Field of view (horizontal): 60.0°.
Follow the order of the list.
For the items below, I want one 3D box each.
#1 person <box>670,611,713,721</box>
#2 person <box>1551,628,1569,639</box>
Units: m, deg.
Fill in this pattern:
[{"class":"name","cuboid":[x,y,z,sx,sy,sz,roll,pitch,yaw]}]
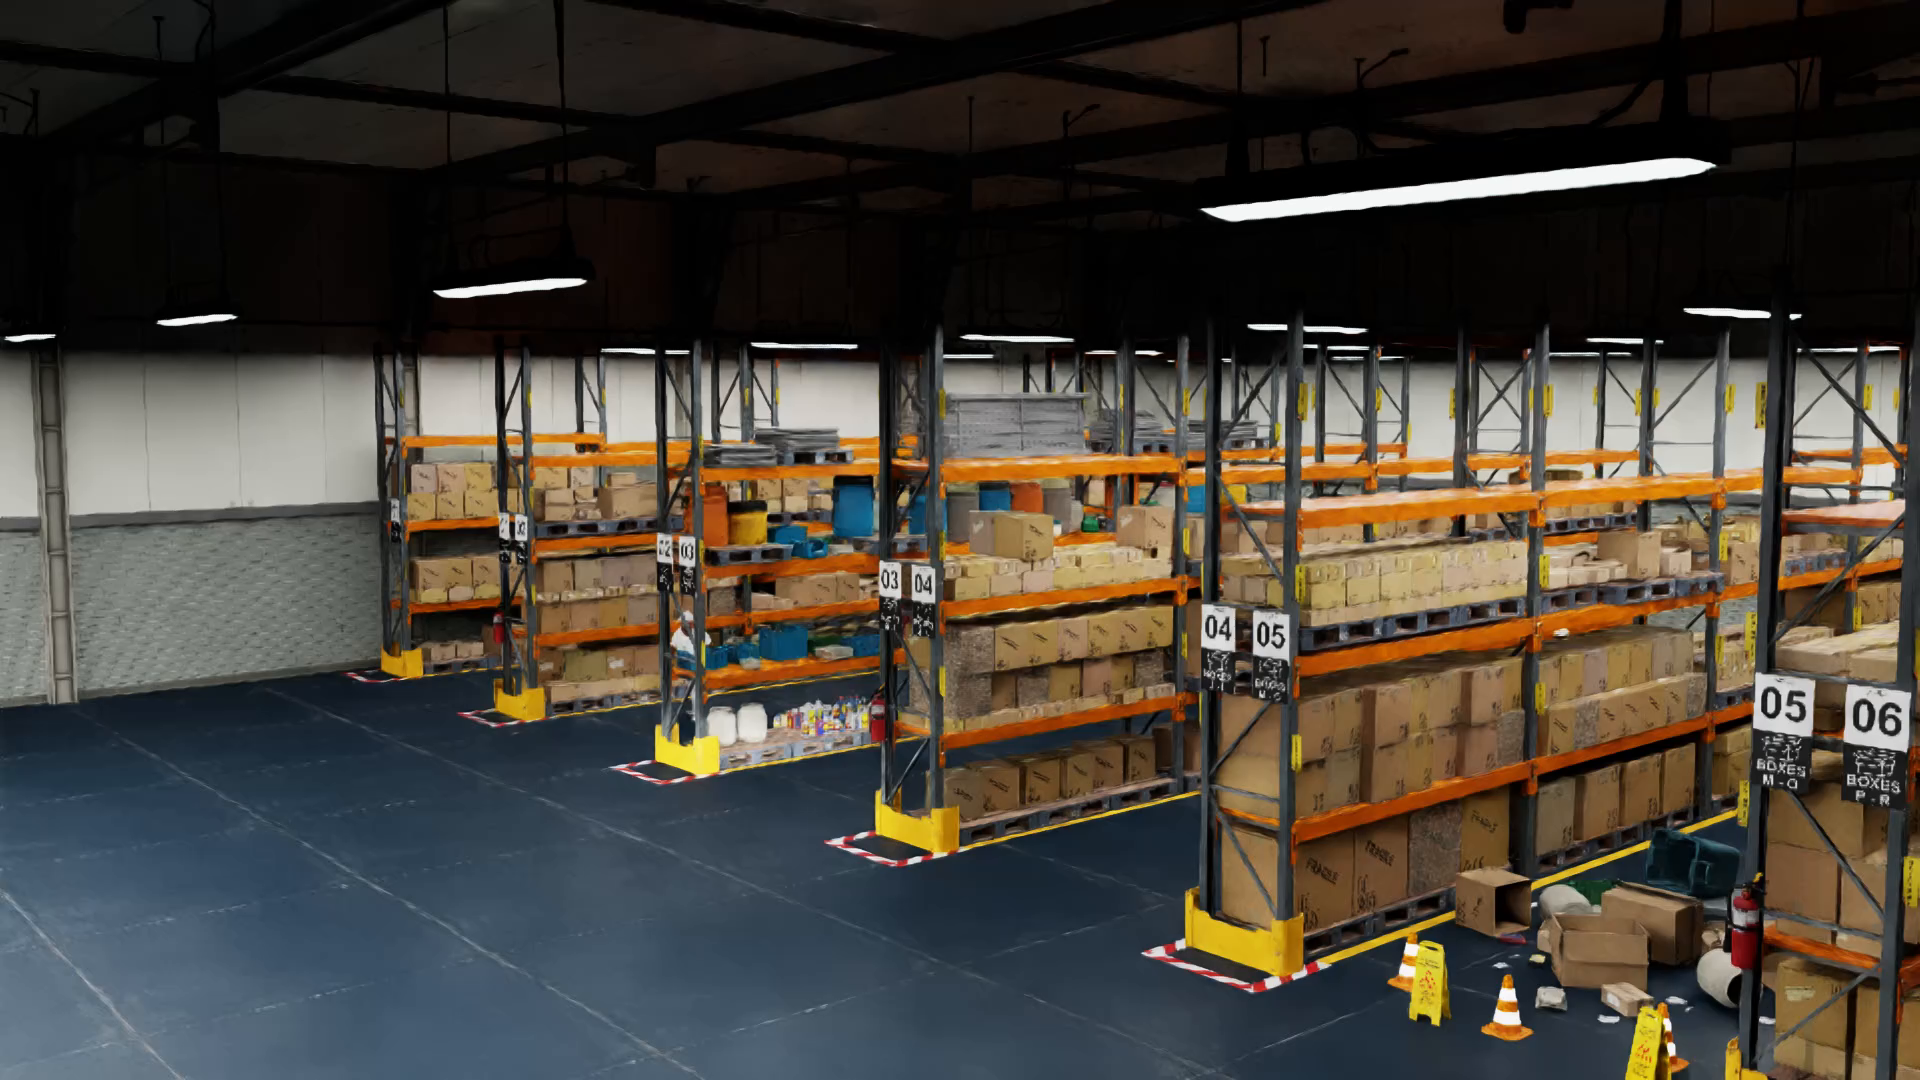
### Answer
[{"class":"person","cuboid":[-4.187,1.941,25.998,0.703,1.695,0.815,3,6,30]},{"class":"person","cuboid":[8.821,2.100,24.324,0.574,1.725,0.677,-5,7,-42]}]
